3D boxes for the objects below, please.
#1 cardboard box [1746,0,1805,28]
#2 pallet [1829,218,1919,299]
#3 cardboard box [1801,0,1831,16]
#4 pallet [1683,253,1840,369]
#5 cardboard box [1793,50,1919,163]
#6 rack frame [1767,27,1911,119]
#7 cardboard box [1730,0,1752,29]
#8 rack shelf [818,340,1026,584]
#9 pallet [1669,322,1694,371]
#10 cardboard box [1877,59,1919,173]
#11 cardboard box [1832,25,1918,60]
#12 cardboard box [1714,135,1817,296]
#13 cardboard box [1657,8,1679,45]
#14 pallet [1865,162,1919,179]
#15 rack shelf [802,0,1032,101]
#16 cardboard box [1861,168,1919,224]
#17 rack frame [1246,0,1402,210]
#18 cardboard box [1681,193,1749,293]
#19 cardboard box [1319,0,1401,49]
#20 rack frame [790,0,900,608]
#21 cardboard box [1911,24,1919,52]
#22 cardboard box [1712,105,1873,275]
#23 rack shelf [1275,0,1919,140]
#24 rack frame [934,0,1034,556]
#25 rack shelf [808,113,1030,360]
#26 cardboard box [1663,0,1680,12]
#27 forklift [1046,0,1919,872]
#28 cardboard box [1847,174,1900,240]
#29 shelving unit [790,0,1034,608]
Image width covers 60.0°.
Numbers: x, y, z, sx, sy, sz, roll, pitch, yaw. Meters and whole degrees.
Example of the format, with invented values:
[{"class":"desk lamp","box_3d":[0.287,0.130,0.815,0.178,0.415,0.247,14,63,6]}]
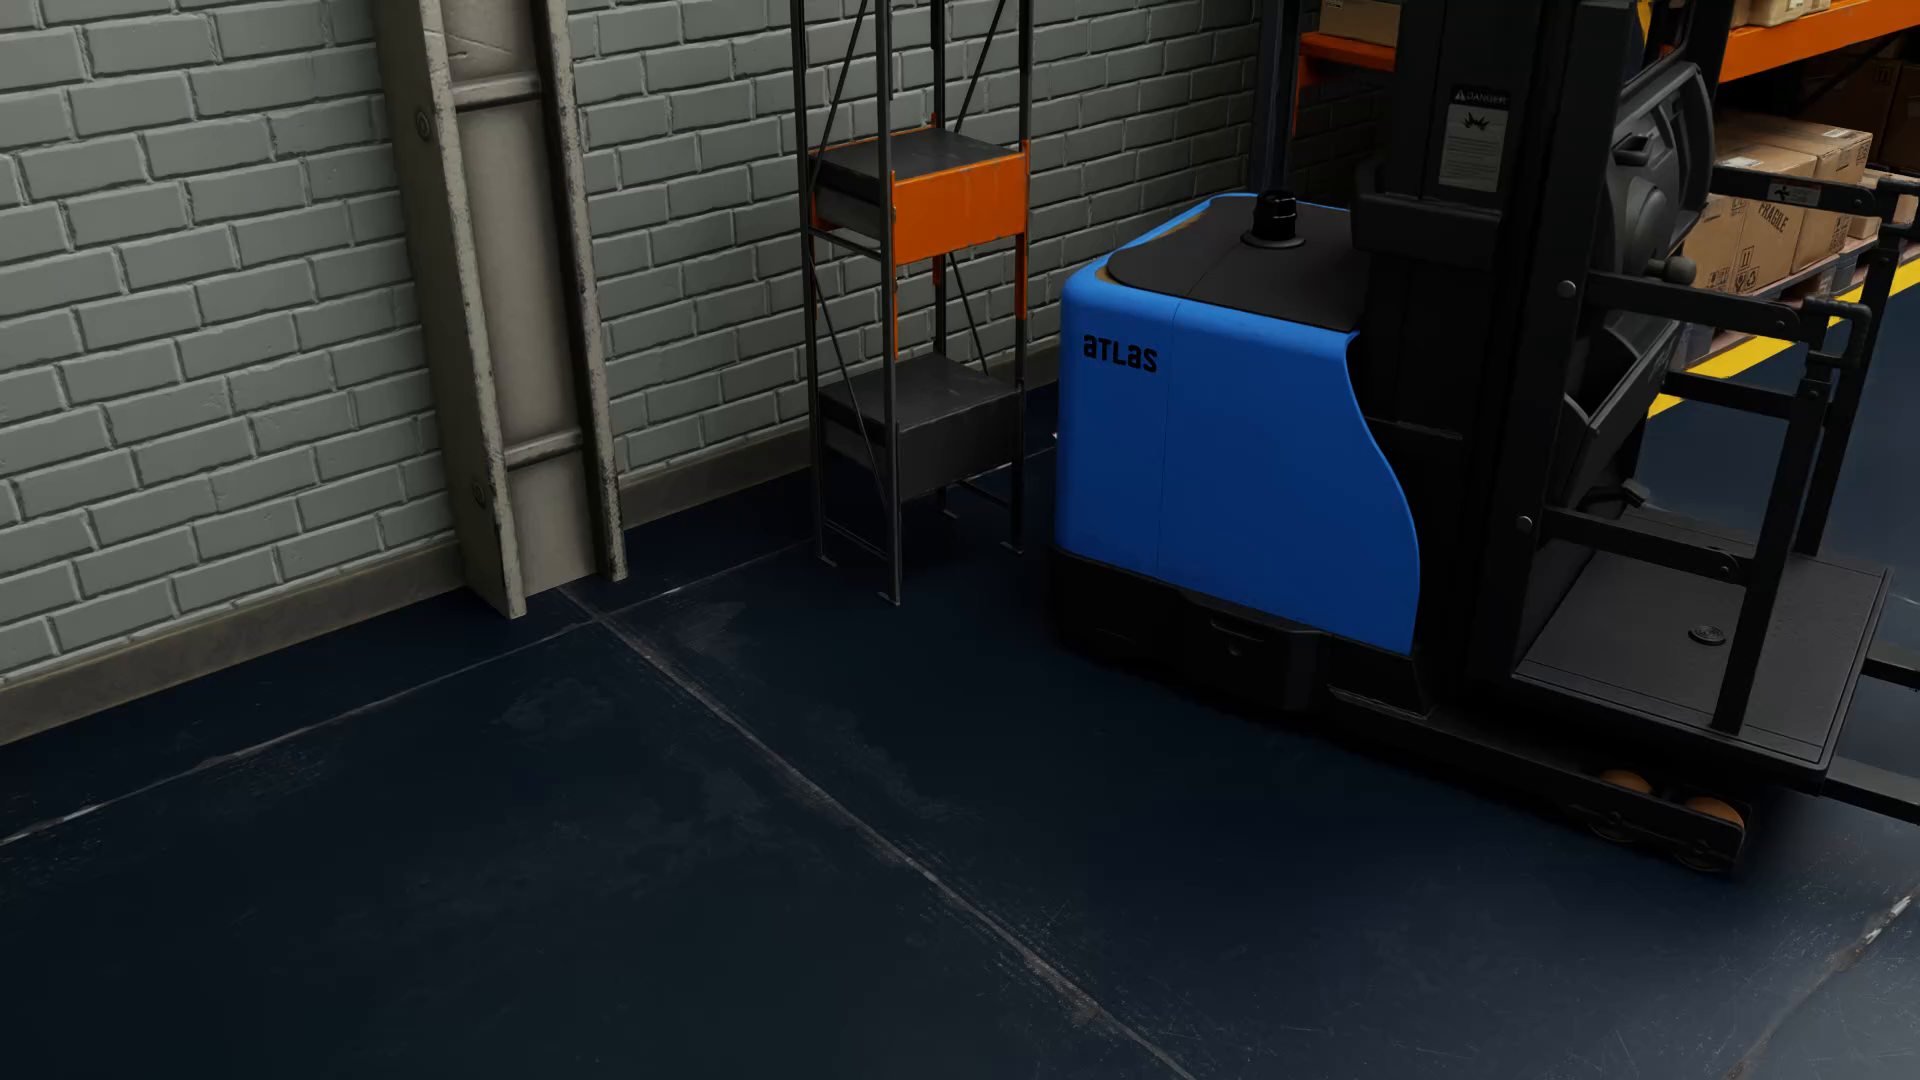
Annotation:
[{"class":"cardboard box","box_3d":[2.823,-1.976,6.032,0.250,0.149,0.380,-23,36,-36]},{"class":"pallet","box_3d":[3.903,-1.493,7.819,1.213,0.211,1.003,-22,35,-35]},{"class":"cardboard box","box_3d":[3.010,-2.064,6.197,0.250,0.149,0.380,-21,35,-34]},{"class":"pallet","box_3d":[2.974,-1.117,7.117,1.213,0.211,1.003,-22,35,-35]},{"class":"cardboard box","box_3d":[4.607,-2.271,8.524,0.500,0.500,0.500,-22,35,-35]},{"class":"rack frame","box_3d":[4.426,-2.932,7.555,0.127,3.000,1.000,-22,35,-35]},{"class":"cardboard box","box_3d":[2.582,-1.926,5.938,0.250,0.149,0.380,-21,35,-34]},{"class":"rack shelf","box_3d":[-0.126,-0.246,4.997,0.480,0.518,0.431,-22,35,-35]},{"class":"pallet","box_3d":[2.046,-0.746,6.423,1.213,0.211,1.003,-22,35,-35]},{"class":"cardboard box","box_3d":[4.940,-2.082,8.171,0.500,0.500,0.500,-20,34,-33]},{"class":"cardboard box","box_3d":[4.519,-2.517,8.296,0.250,0.149,0.380,-24,36,-37]},{"class":"cardboard box","box_3d":[3.052,-1.318,6.740,0.500,0.500,0.500,-21,35,-34]},{"class":"cardboard box","box_3d":[2.384,-1.843,5.782,0.250,0.149,0.380,-21,34,-33]},{"class":"pallet","box_3d":[5.020,-1.965,8.703,1.213,0.211,1.003,-22,35,-35]},{"class":"rack shelf","box_3d":[-0.126,-1.481,4.337,0.480,0.518,0.431,-22,35,-35]},{"class":"cardboard box","box_3d":[4.193,-1.585,7.612,0.250,0.149,0.380,-23,36,-36]},{"class":"rack frame","box_3d":[1.383,-1.709,5.265,0.127,3.000,1.000,-22,35,-35]},{"class":"cardboard box","box_3d":[2.585,-1.192,6.505,0.500,0.500,0.700,-20,34,-33]},{"class":"cardboard box","box_3d":[1.461,-1.796,5.694,0.250,0.149,0.380,-22,35,-35]},{"class":"rack frame","box_3d":[-0.312,-0.801,4.521,0.015,2.100,0.400,-22,35,-35]},{"class":"cardboard box","box_3d":[4.715,-2.600,8.450,0.250,0.149,0.380,-22,35,-35]},{"class":"cardboard box","box_3d":[3.375,-1.510,7.099,0.500,0.500,0.700,-23,36,-37]},{"class":"rack shelf","box_3d":[2.904,-2.003,6.579,4.000,0.370,1.077,-22,35,-35]},{"class":"rack frame","box_3d":[0.060,-0.950,4.800,0.015,2.100,0.400,-22,35,-35]},{"class":"rack shelf","box_3d":[-0.126,-0.863,4.667,0.480,0.518,0.431,-22,35,-35]},{"class":"cardboard box","box_3d":[2.286,-1.970,5.598,0.500,0.250,0.500,-21,35,-34]},{"class":"forklift","box_3d":[1.755,-0.817,3.670,3.031,2.935,1.130,17,33,29]},{"class":"cardboard box","box_3d":[3.921,-1.527,7.380,0.258,0.266,0.396,-20,34,-33]},{"class":"shelving unit","box_3d":[-0.126,-0.875,4.660,0.503,2.100,0.431,-22,35,-35]}]
